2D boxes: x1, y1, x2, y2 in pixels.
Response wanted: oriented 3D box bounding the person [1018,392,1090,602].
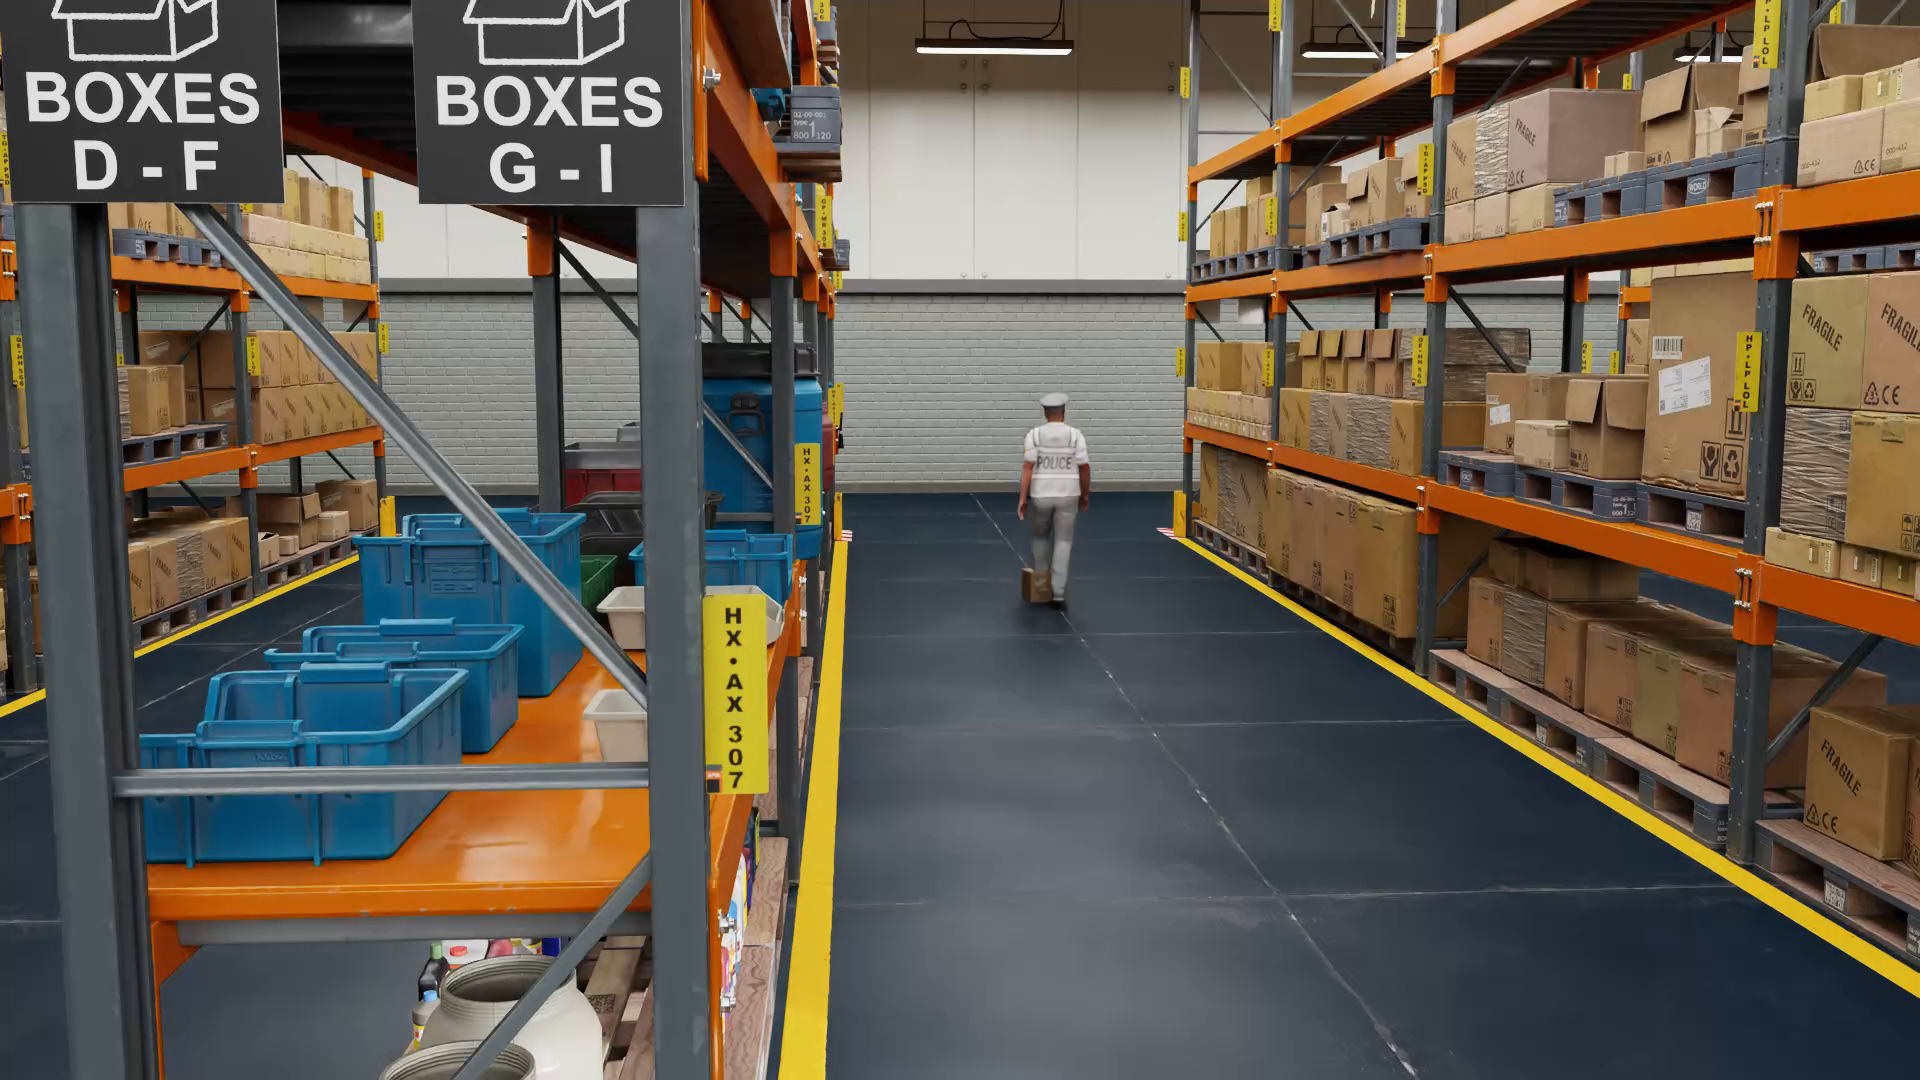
[{"bbox_3d":[0.803,-0.343,14.068,0.595,1.798,0.791,1,7,7],"label":"person"}]
